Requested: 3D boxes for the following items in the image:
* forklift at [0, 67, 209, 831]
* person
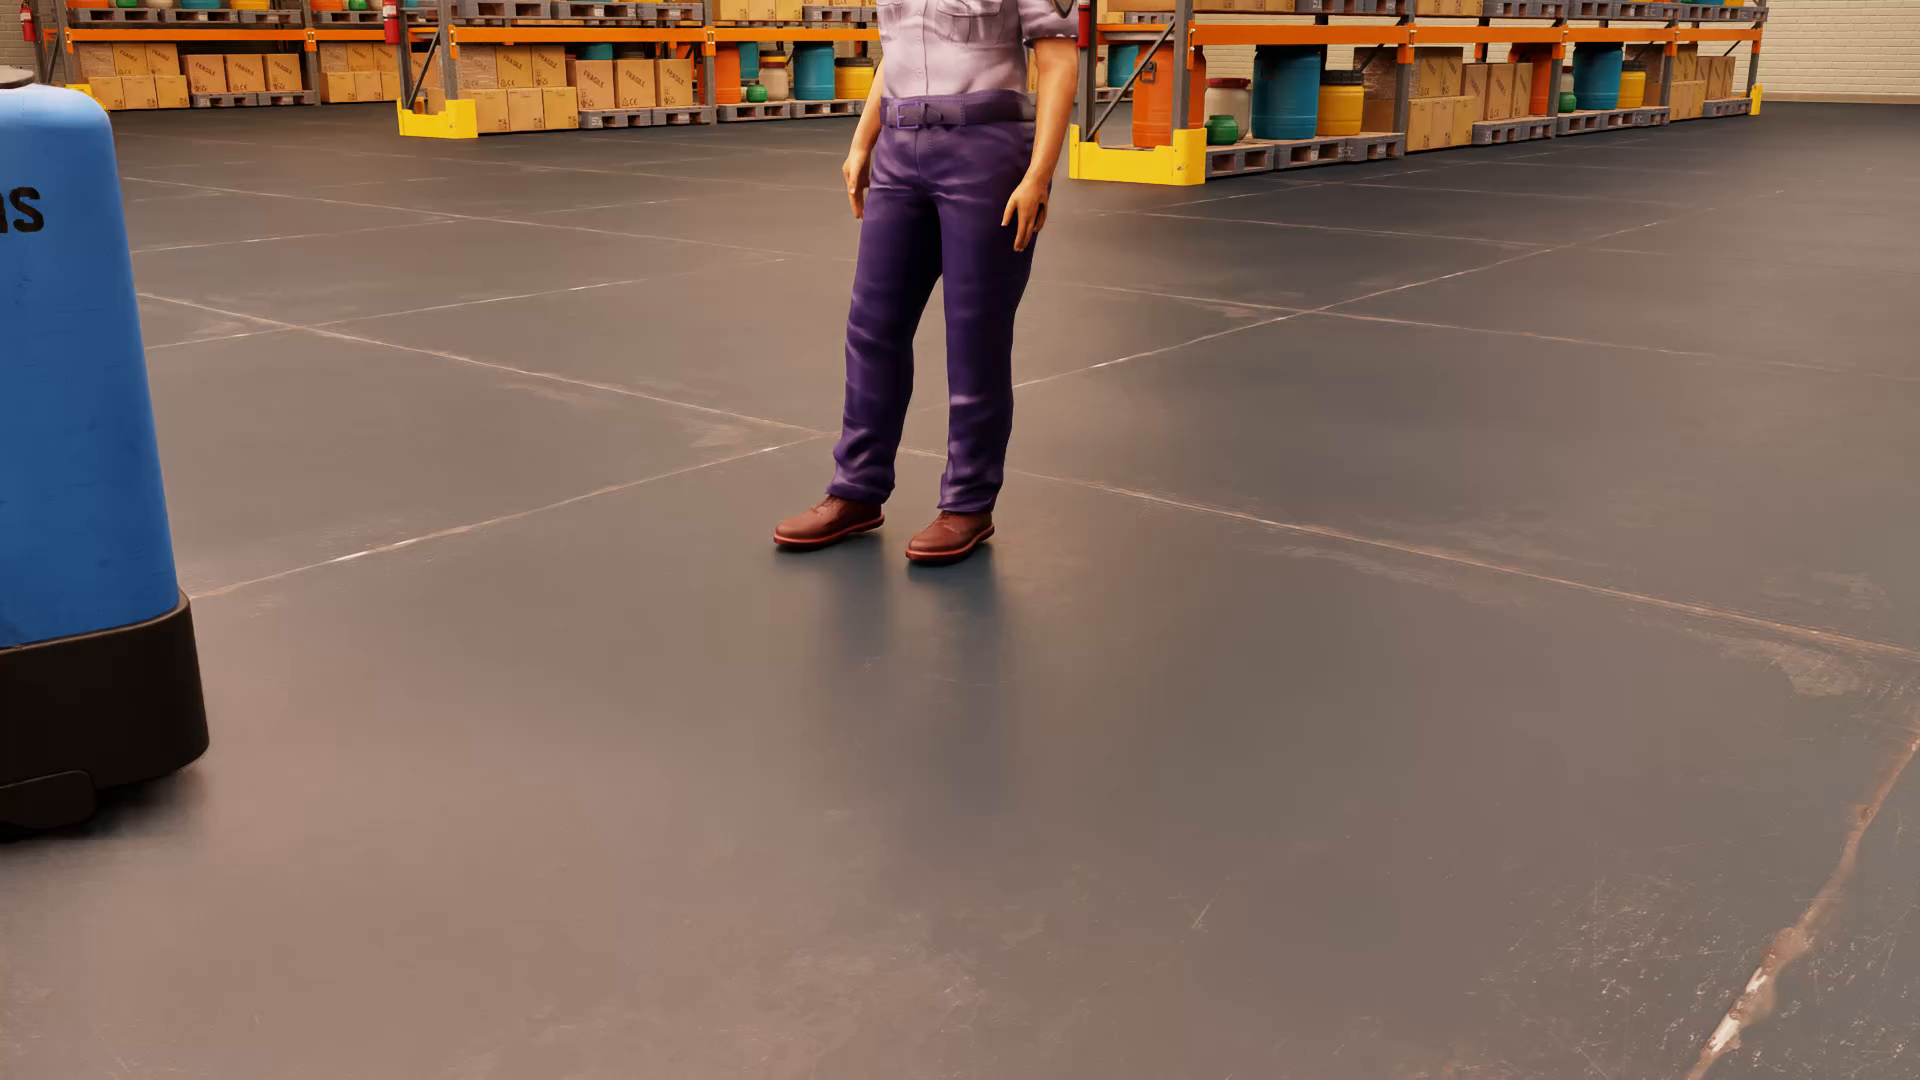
[{"bbox_3d":[-2.668,-0.854,1.710,3.031,2.935,1.130,-12,21,-35],"label":"forklift"},{"bbox_3d":[-0.075,-0.781,3.648,0.598,1.651,0.503,13,21,37],"label":"person"}]
